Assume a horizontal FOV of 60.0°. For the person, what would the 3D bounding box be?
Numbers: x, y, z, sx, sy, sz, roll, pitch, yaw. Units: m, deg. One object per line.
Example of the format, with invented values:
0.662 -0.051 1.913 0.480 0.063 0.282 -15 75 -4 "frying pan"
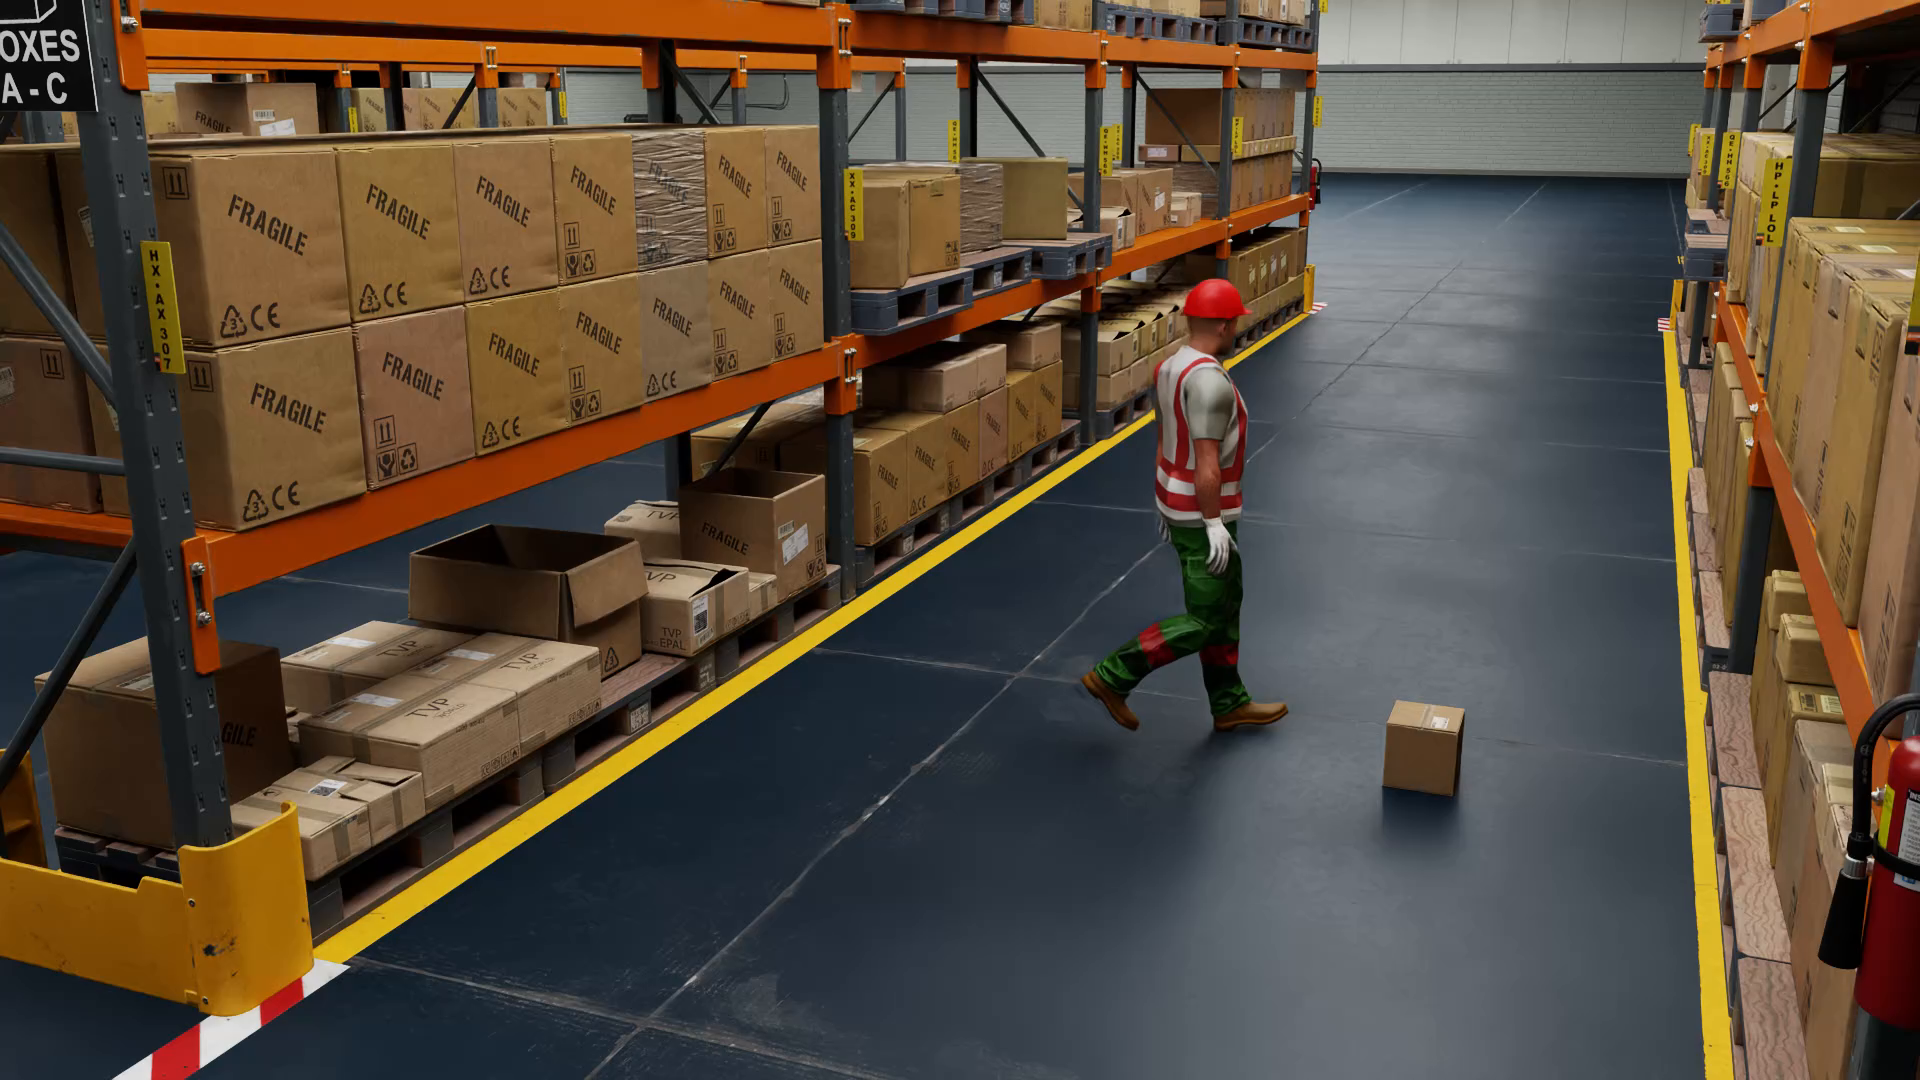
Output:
0.884 -0.089 6.302 0.850 1.776 0.601 -1 15 -3 "person"
